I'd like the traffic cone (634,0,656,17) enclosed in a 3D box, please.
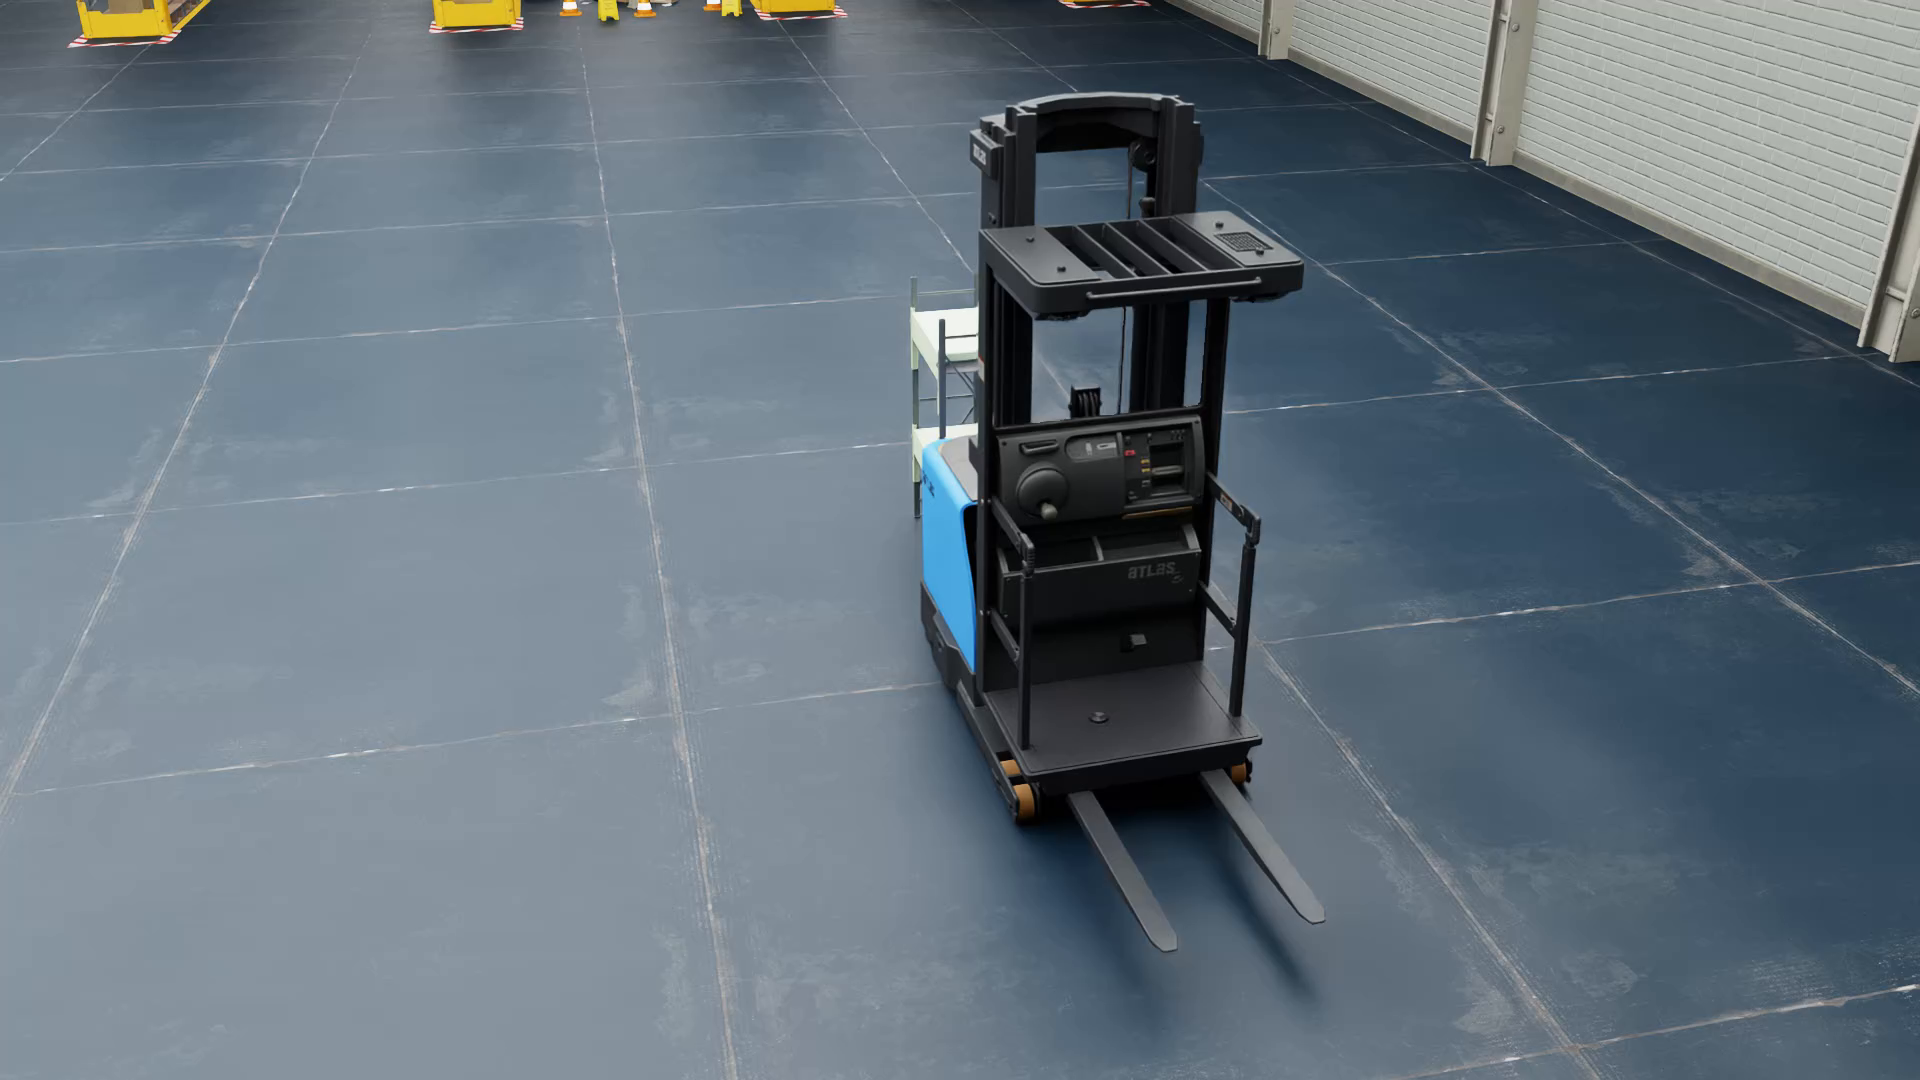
[{"bbox_3d":[-4.928,-8.422,25.922,0.336,0.463,0.334,-6,27,-12],"label":"traffic cone"}]

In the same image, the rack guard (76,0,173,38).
[{"bbox_3d":[-12.242,-7.670,24.391,1.175,0.500,0.348,-6,27,-12],"label":"rack guard"}]

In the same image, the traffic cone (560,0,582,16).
[{"bbox_3d":[-6.106,-8.457,25.991,0.336,0.463,0.334,-6,27,-12],"label":"traffic cone"}]

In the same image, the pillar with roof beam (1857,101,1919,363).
[{"bbox_3d":[2.849,-5.001,9.670,9.100,9.000,0.400,-6,27,-12],"label":"pillar with roof beam"}]

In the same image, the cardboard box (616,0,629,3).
[{"bbox_3d":[-5.432,-9.158,27.336,0.637,0.503,0.797,19,32,32],"label":"cardboard box"}]

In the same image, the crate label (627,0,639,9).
[{"bbox_3d":[-5.166,-8.615,26.667,0.250,0.136,0.298,-23,35,-38],"label":"crate label"}]

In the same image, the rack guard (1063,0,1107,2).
[{"bbox_3d":[2.271,-9.138,27.300,1.175,0.500,0.348,-6,27,-12],"label":"rack guard"}]

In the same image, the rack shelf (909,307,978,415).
[{"bbox_3d":[0.002,-1.015,9.230,0.431,0.370,0.720,-6,27,-12],"label":"rack shelf"}]

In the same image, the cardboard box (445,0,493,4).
[{"bbox_3d":[-7.587,-8.742,25.632,0.875,0.875,0.875,-6,27,-11],"label":"cardboard box"}]

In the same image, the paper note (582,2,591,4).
[{"bbox_3d":[-6.060,-8.728,27.010,0.144,0.017,0.142,3,27,6],"label":"paper note"}]

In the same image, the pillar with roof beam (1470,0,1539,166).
[{"bbox_3d":[1.497,-7.635,14.889,9.100,9.000,0.400,-6,27,-12],"label":"pillar with roof beam"}]

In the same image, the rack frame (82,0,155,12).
[{"bbox_3d":[-12.225,-8.752,23.762,1.000,3.000,0.127,-6,27,-12],"label":"rack frame"}]

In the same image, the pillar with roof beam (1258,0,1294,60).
[{"bbox_3d":[0.144,-10.269,20.108,9.100,9.000,0.400,-6,27,-12],"label":"pillar with roof beam"}]

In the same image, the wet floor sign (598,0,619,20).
[{"bbox_3d":[-5.434,-8.349,25.575,0.267,0.644,0.232,-11,29,-20],"label":"wet floor sign"}]

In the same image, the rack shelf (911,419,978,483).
[{"bbox_3d":[0.002,-0.376,9.553,0.431,0.370,0.720,-6,27,-12],"label":"rack shelf"}]

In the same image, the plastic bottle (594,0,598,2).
[{"bbox_3d":[-5.969,-8.894,27.304,0.133,0.061,0.283,-16,31,-29],"label":"plastic bottle"}]

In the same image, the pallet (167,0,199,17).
[{"bbox_3d":[-12.662,-8.436,26.229,1.003,0.211,1.213,-6,27,-12],"label":"pallet"}]

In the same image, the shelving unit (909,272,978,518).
[{"bbox_3d":[0.002,-0.667,9.406,0.431,1.500,0.755,-6,27,-12],"label":"shelving unit"}]

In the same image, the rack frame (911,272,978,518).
[{"bbox_3d":[-0.081,-0.827,9.725,0.400,1.500,0.023,-6,27,-12],"label":"rack frame"}]

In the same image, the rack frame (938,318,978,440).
[{"bbox_3d":[0.084,-0.506,9.088,0.400,1.500,0.023,-6,27,-12],"label":"rack frame"}]

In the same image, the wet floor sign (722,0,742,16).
[{"bbox_3d":[-3.569,-8.516,25.905,0.267,0.644,0.232,3,27,6],"label":"wet floor sign"}]

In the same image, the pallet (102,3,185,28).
[{"bbox_3d":[-12.391,-7.901,25.170,1.003,0.211,1.213,-6,27,-12],"label":"pallet"}]

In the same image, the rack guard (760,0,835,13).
[{"bbox_3d":[-2.587,-8.676,26.385,1.175,0.500,0.348,-6,27,-12],"label":"rack guard"}]

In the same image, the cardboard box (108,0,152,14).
[{"bbox_3d":[-12.349,-8.100,24.777,0.500,0.500,0.500,-1,27,-2],"label":"cardboard box"}]

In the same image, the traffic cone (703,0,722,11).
[{"bbox_3d":[-3.924,-8.684,26.441,0.336,0.463,0.334,-6,27,-12],"label":"traffic cone"}]

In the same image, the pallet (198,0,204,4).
[{"bbox_3d":[-12.940,-8.972,27.292,1.003,0.211,1.213,-6,27,-12],"label":"pallet"}]

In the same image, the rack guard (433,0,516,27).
[{"bbox_3d":[-7.364,-8.085,25.214,1.175,0.500,0.348,-6,27,-12],"label":"rack guard"}]

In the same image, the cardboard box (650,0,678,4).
[{"bbox_3d":[-4.833,-8.856,27.131,0.380,0.149,0.250,8,28,15],"label":"cardboard box"}]

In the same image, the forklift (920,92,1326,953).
[{"bbox_3d":[0.678,-0.269,7.029,1.130,2.935,3.031,-7,28,-14],"label":"forklift"}]

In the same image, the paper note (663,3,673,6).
[{"bbox_3d":[-4.722,-8.646,26.846,0.148,0.019,0.142,-16,31,-29],"label":"paper note"}]
